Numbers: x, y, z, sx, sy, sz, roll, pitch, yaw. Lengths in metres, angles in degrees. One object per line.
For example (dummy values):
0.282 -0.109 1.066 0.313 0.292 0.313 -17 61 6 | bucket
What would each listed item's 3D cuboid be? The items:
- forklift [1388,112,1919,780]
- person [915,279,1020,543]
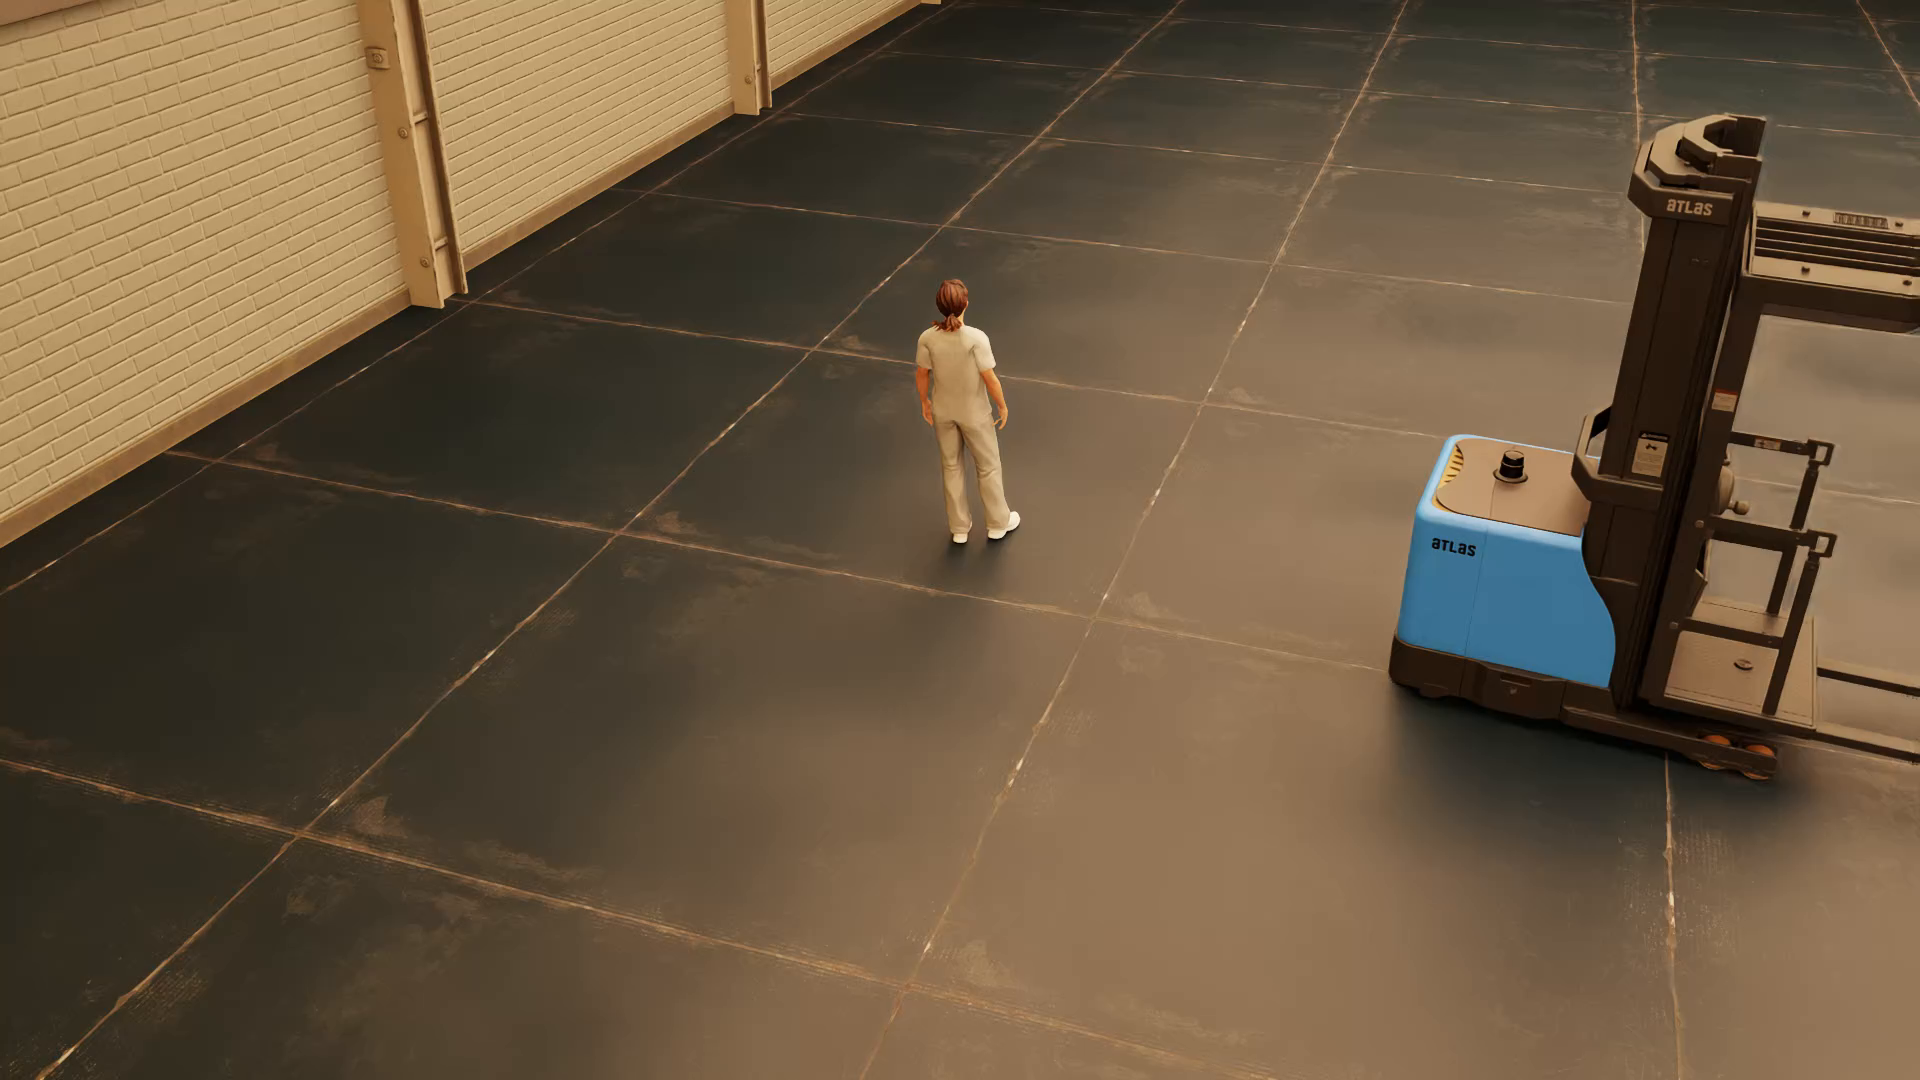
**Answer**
3.810 -0.413 7.860 3.031 2.935 1.130 12 32 21 | forklift
0.040 -0.766 9.744 0.549 1.663 0.532 10 31 16 | person
